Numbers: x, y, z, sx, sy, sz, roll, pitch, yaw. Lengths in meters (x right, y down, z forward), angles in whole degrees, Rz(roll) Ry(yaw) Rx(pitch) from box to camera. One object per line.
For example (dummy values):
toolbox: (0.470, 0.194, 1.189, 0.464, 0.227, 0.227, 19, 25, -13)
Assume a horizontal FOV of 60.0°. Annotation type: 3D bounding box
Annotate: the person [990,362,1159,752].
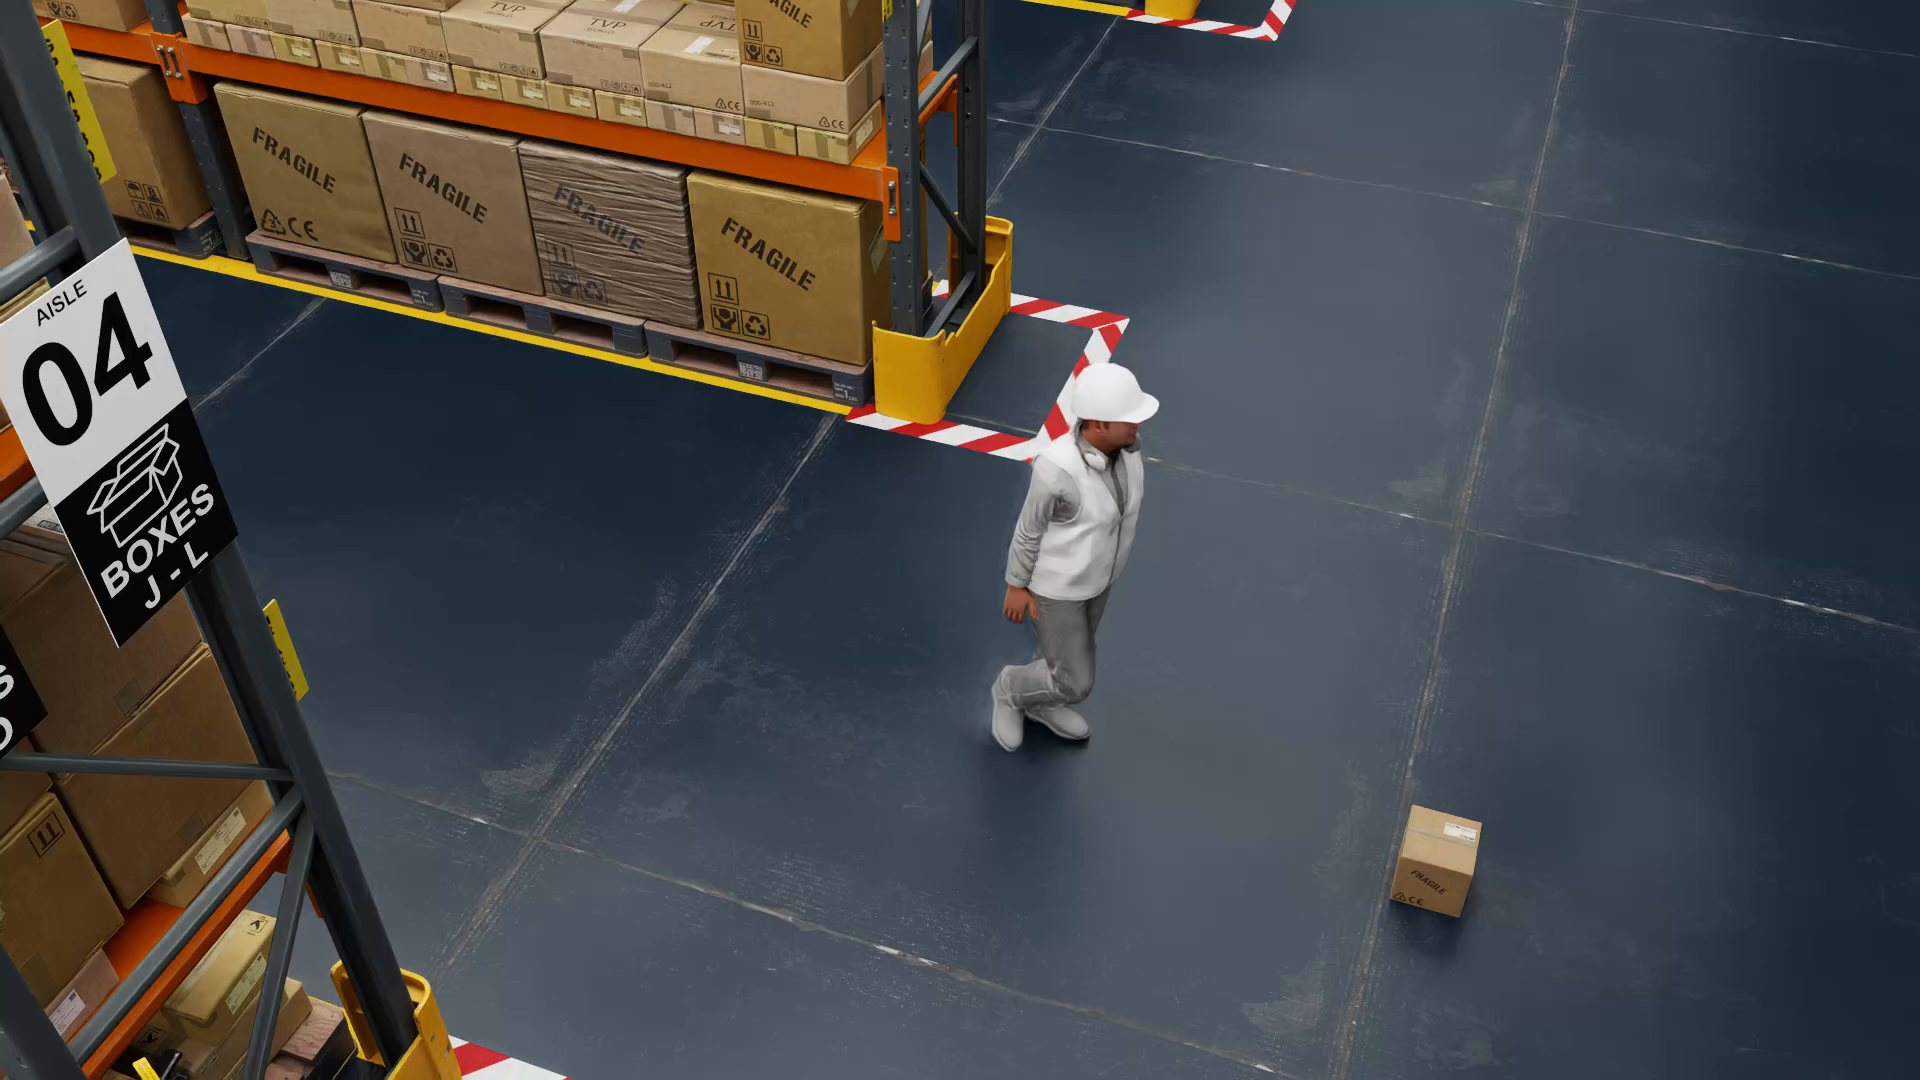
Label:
person: (0.402, 0.086, 6.022, 0.504, 1.764, 0.575, 28, 48, 28)
